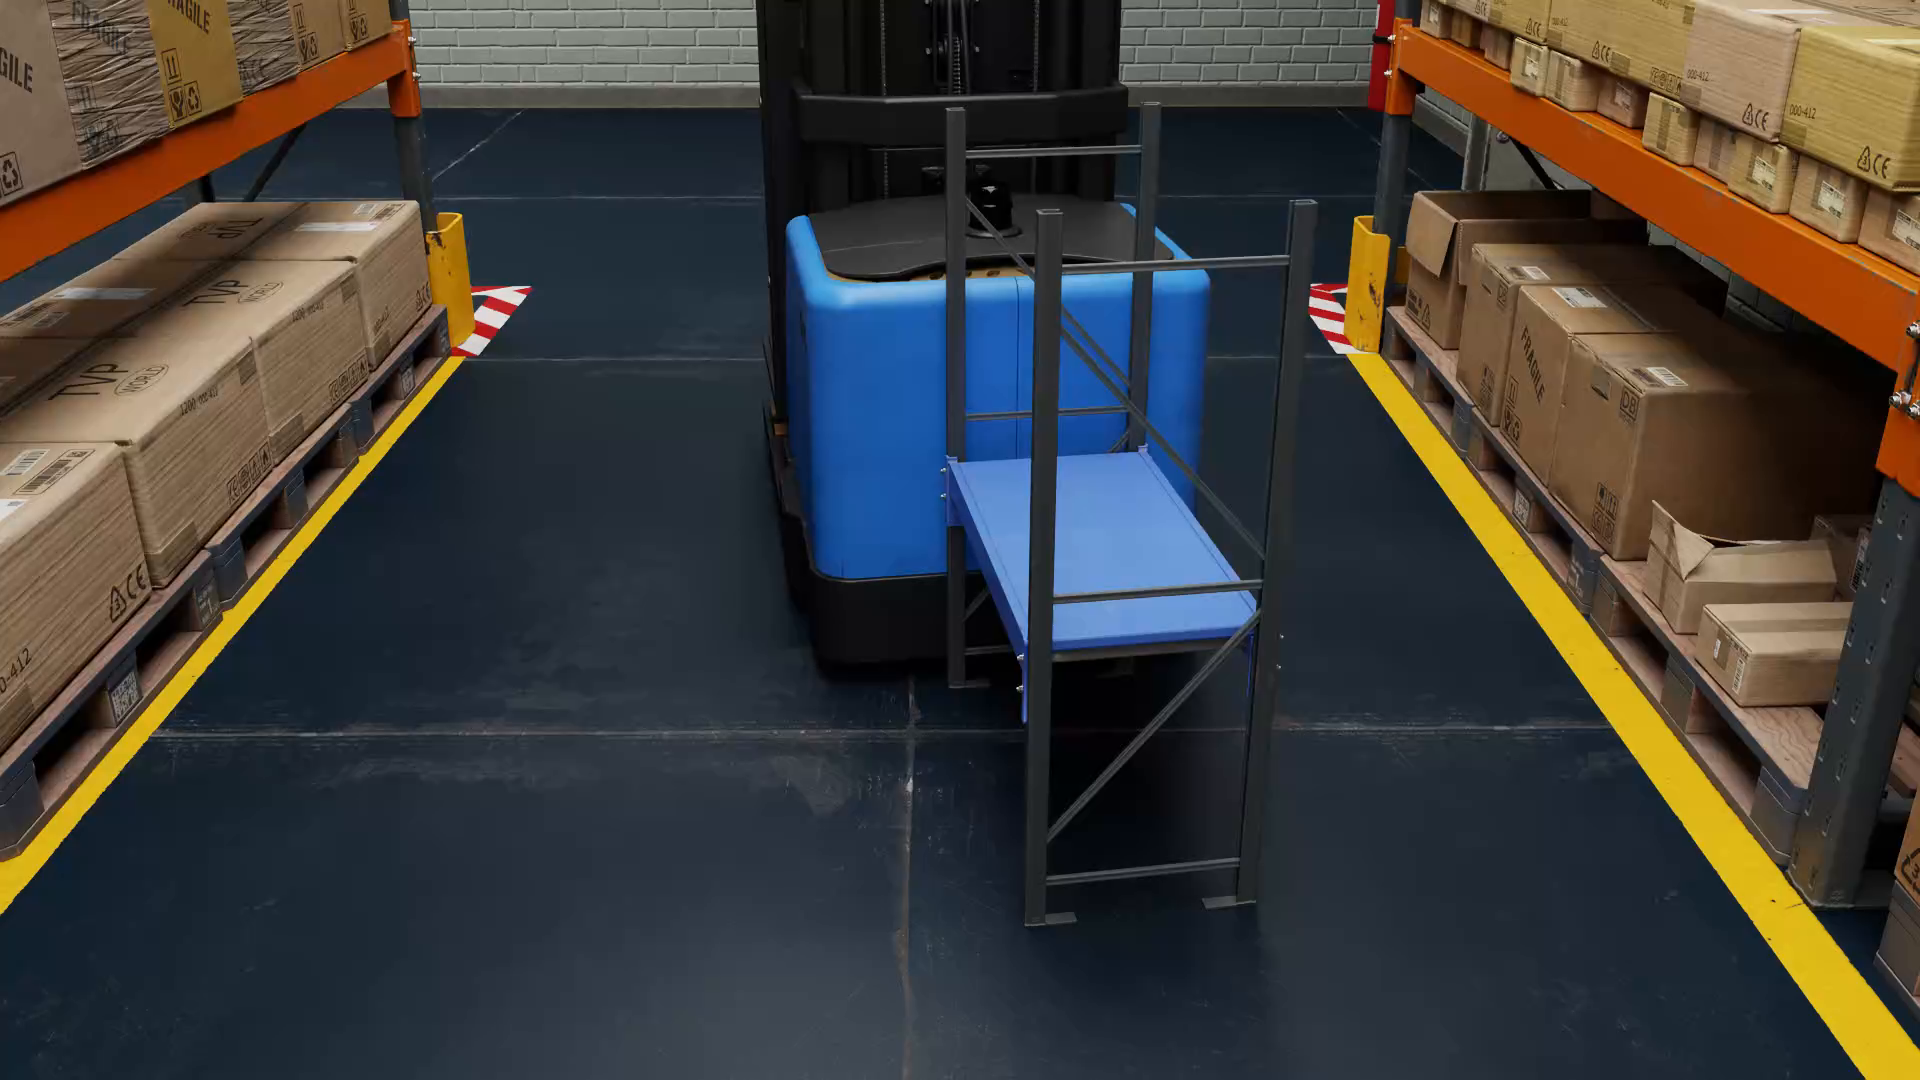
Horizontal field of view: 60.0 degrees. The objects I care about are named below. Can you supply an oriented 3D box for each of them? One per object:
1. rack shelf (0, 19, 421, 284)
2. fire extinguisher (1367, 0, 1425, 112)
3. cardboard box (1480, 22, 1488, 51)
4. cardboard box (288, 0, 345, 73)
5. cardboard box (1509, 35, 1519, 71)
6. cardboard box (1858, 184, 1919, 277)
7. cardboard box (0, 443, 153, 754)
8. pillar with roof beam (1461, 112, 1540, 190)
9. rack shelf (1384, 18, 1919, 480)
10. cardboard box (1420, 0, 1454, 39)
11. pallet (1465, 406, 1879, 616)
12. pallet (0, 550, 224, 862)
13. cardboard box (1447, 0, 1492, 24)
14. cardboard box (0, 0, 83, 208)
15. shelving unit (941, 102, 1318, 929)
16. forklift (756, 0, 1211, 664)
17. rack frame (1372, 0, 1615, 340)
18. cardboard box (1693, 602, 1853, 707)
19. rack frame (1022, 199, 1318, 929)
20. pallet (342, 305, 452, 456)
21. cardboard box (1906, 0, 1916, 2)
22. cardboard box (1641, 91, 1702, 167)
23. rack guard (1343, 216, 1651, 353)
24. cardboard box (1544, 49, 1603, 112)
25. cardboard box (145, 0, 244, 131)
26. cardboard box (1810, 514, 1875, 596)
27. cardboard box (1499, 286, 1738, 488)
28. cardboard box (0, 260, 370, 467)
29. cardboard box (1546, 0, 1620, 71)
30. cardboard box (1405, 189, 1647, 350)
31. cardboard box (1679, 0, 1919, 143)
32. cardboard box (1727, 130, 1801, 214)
[{"bbox_3d":[-2.686,-1.082,4.875,1.077,0.370,4.000,0,24,-1],"label":"rack shelf"},{"bbox_3d":[1.791,-2.111,6.824,0.296,0.674,0.183,0,24,-1],"label":"fire extinguisher"},{"bbox_3d":[2.071,-1.794,5.881,0.380,0.149,0.250,-1,24,-1],"label":"cardboard box"},{"bbox_3d":[-2.448,-1.875,5.634,0.500,0.500,0.500,-1,24,-2],"label":"cardboard box"},{"bbox_3d":[2.021,-1.580,5.408,0.380,0.149,0.250,0,24,0],"label":"cardboard box"},{"bbox_3d":[2.043,-0.625,3.297,0.380,0.149,0.250,0,24,0],"label":"cardboard box"},{"bbox_3d":[-2.564,0.131,3.919,0.875,0.438,0.875,-1,24,-1],"label":"cardboard box"},{"bbox_3d":[-1.178,-6.087,7.788,9.100,9.000,0.400,0,24,-1],"label":"pillar with roof beam"},{"bbox_3d":[2.277,-1.106,4.928,1.077,0.370,4.000,0,24,-1],"label":"rack shelf"},{"bbox_3d":[1.984,-2.007,6.351,0.380,0.149,0.250,0,24,-1],"label":"cardboard box"},{"bbox_3d":[2.276,-0.126,5.272,1.003,0.211,1.213,0,24,-1],"label":"pallet"},{"bbox_3d":[-2.595,0.371,4.173,1.003,0.211,1.213,0,24,-1],"label":"pallet"},{"bbox_3d":[1.996,-1.929,5.696,0.500,0.250,0.500,0,24,0],"label":"cardboard box"},{"bbox_3d":[-2.409,-1.033,3.773,0.500,0.500,0.500,0,24,0],"label":"cardboard box"},{"bbox_3d":[0.297,-0.103,3.659,0.538,1.500,1.048,-4,25,-8],"label":"shelving unit"},{"bbox_3d":[-0.101,-1.589,5.207,1.130,2.935,3.031,-4,25,-9],"label":"forklift"},{"bbox_3d":[2.255,-2.258,6.602,1.000,3.000,0.127,0,24,-1],"label":"rack frame"},{"bbox_3d":[1.999,0.270,3.963,0.380,0.149,0.250,-1,24,-2],"label":"cardboard box"},{"bbox_3d":[0.379,0.103,3.202,0.500,1.500,0.032,-4,25,-8],"label":"rack frame"},{"bbox_3d":[-2.621,-0.634,6.396,1.003,0.211,1.213,0,24,-1],"label":"pallet"},{"bbox_3d":[2.547,-1.301,4.308,0.500,0.250,0.500,0,24,1],"label":"cardboard box"},{"bbox_3d":[1.985,-1.053,4.243,0.380,0.149,0.250,-1,24,-1],"label":"cardboard box"},{"bbox_3d":[2.256,-1.087,7.048,1.175,0.500,0.348,0,24,-1],"label":"rack guard"},{"bbox_3d":[1.972,-1.367,4.938,0.380,0.149,0.250,0,24,1],"label":"cardboard box"},{"bbox_3d":[-2.414,-1.450,4.695,0.500,0.500,0.500,0,24,1],"label":"cardboard box"},{"bbox_3d":[2.523,0.046,4.458,0.380,0.149,0.250,-1,24,-1],"label":"cardboard box"},{"bbox_3d":[2.043,-0.487,5.210,0.500,0.500,0.500,0,24,0],"label":"cardboard box"},{"bbox_3d":[-2.583,-0.609,5.557,0.875,0.438,0.875,0,24,1],"label":"cardboard box"},{"bbox_3d":[2.032,-1.510,4.769,0.500,0.250,0.500,-1,24,-2],"label":"cardboard box"},{"bbox_3d":[2.167,-1.059,6.472,0.797,0.503,0.637,-1,24,-3],"label":"cardboard box"},{"bbox_3d":[2.029,-1.092,3.845,0.500,0.250,0.500,0,24,0],"label":"cardboard box"},{"bbox_3d":[1.991,-0.839,3.771,0.380,0.149,0.250,0,24,1],"label":"cardboard box"}]
